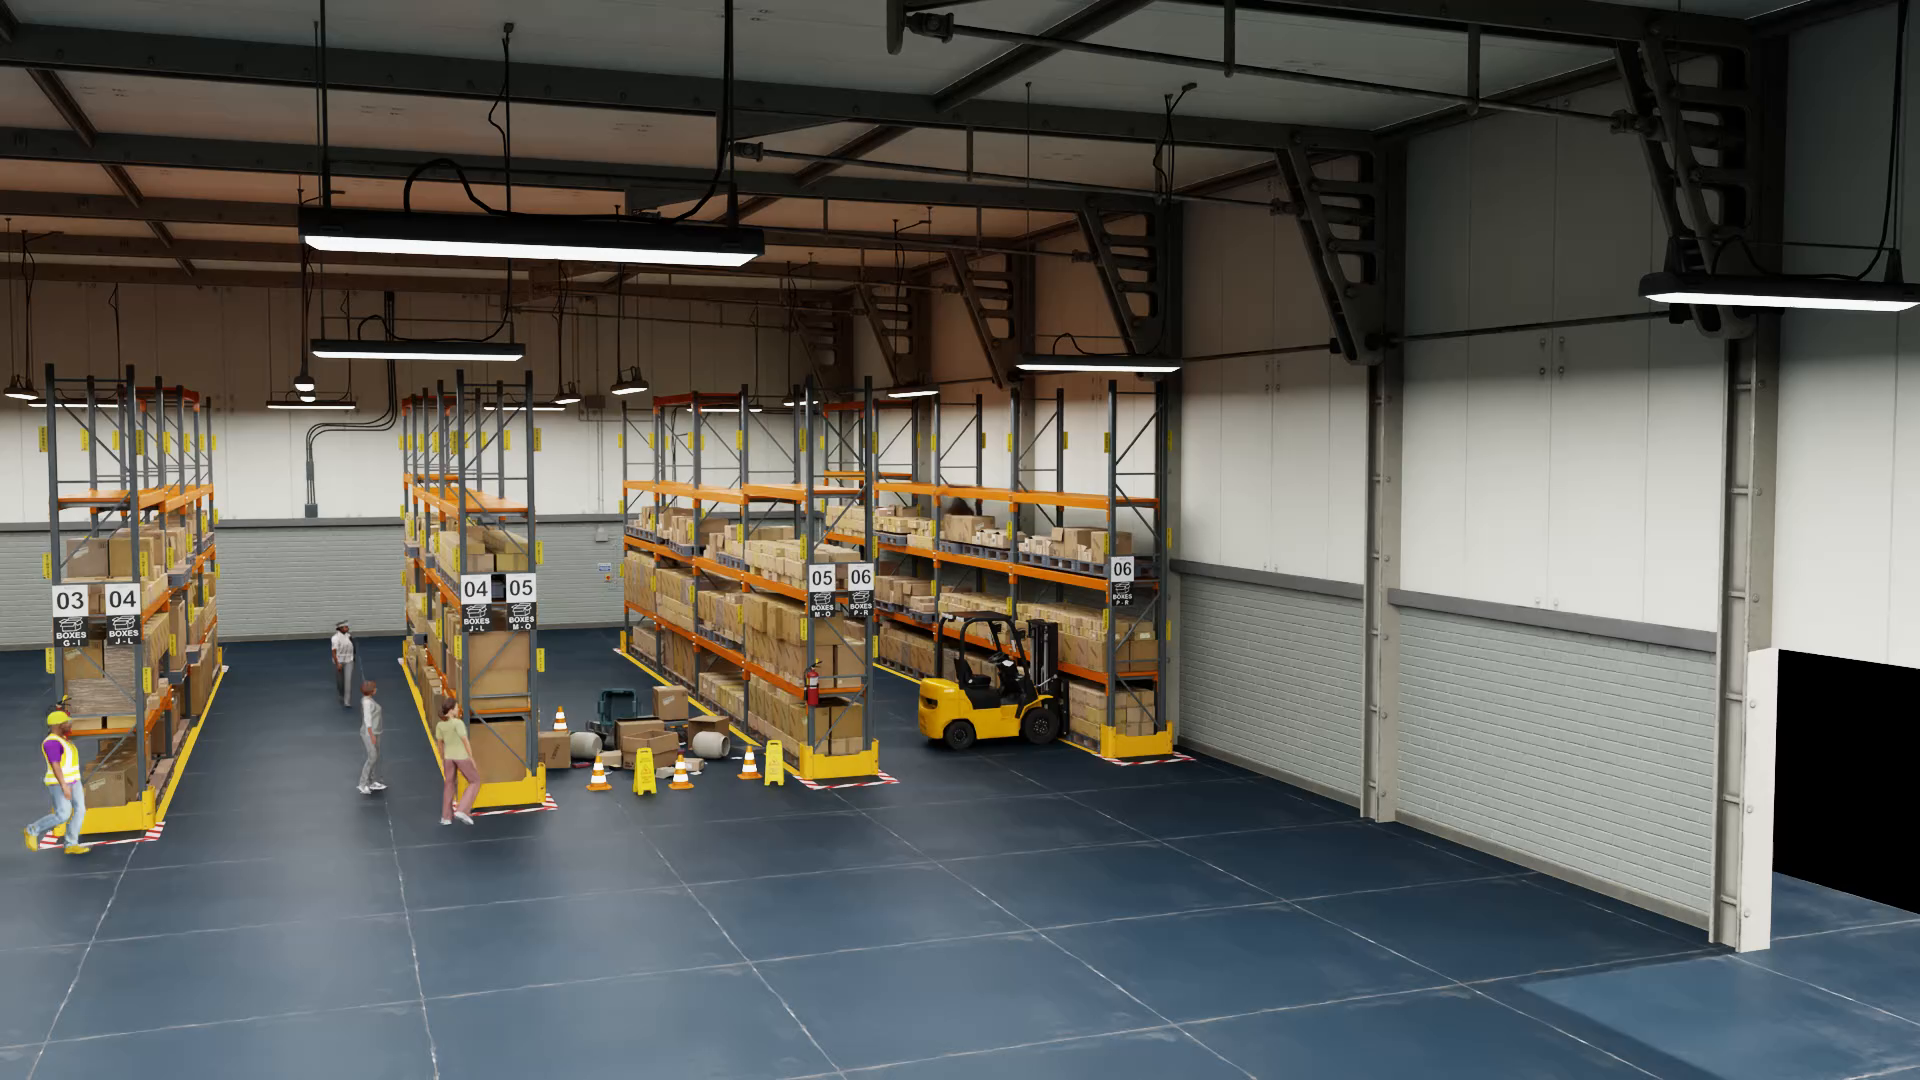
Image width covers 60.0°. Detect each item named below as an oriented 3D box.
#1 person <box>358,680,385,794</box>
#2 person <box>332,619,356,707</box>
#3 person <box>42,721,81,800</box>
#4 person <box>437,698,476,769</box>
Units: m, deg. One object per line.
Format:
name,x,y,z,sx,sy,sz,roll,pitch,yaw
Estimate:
person,-8.463,2.821,23.929,0.326,1.625,0.504,0,3,0
person,-11.725,2.327,31.672,0.425,1.647,0.928,-1,3,-15
person,-10.913,2.647,20.186,0.444,1.056,0.531,0,3,6
person,-6.569,2.547,21.645,0.537,0.982,0.338,1,3,13
